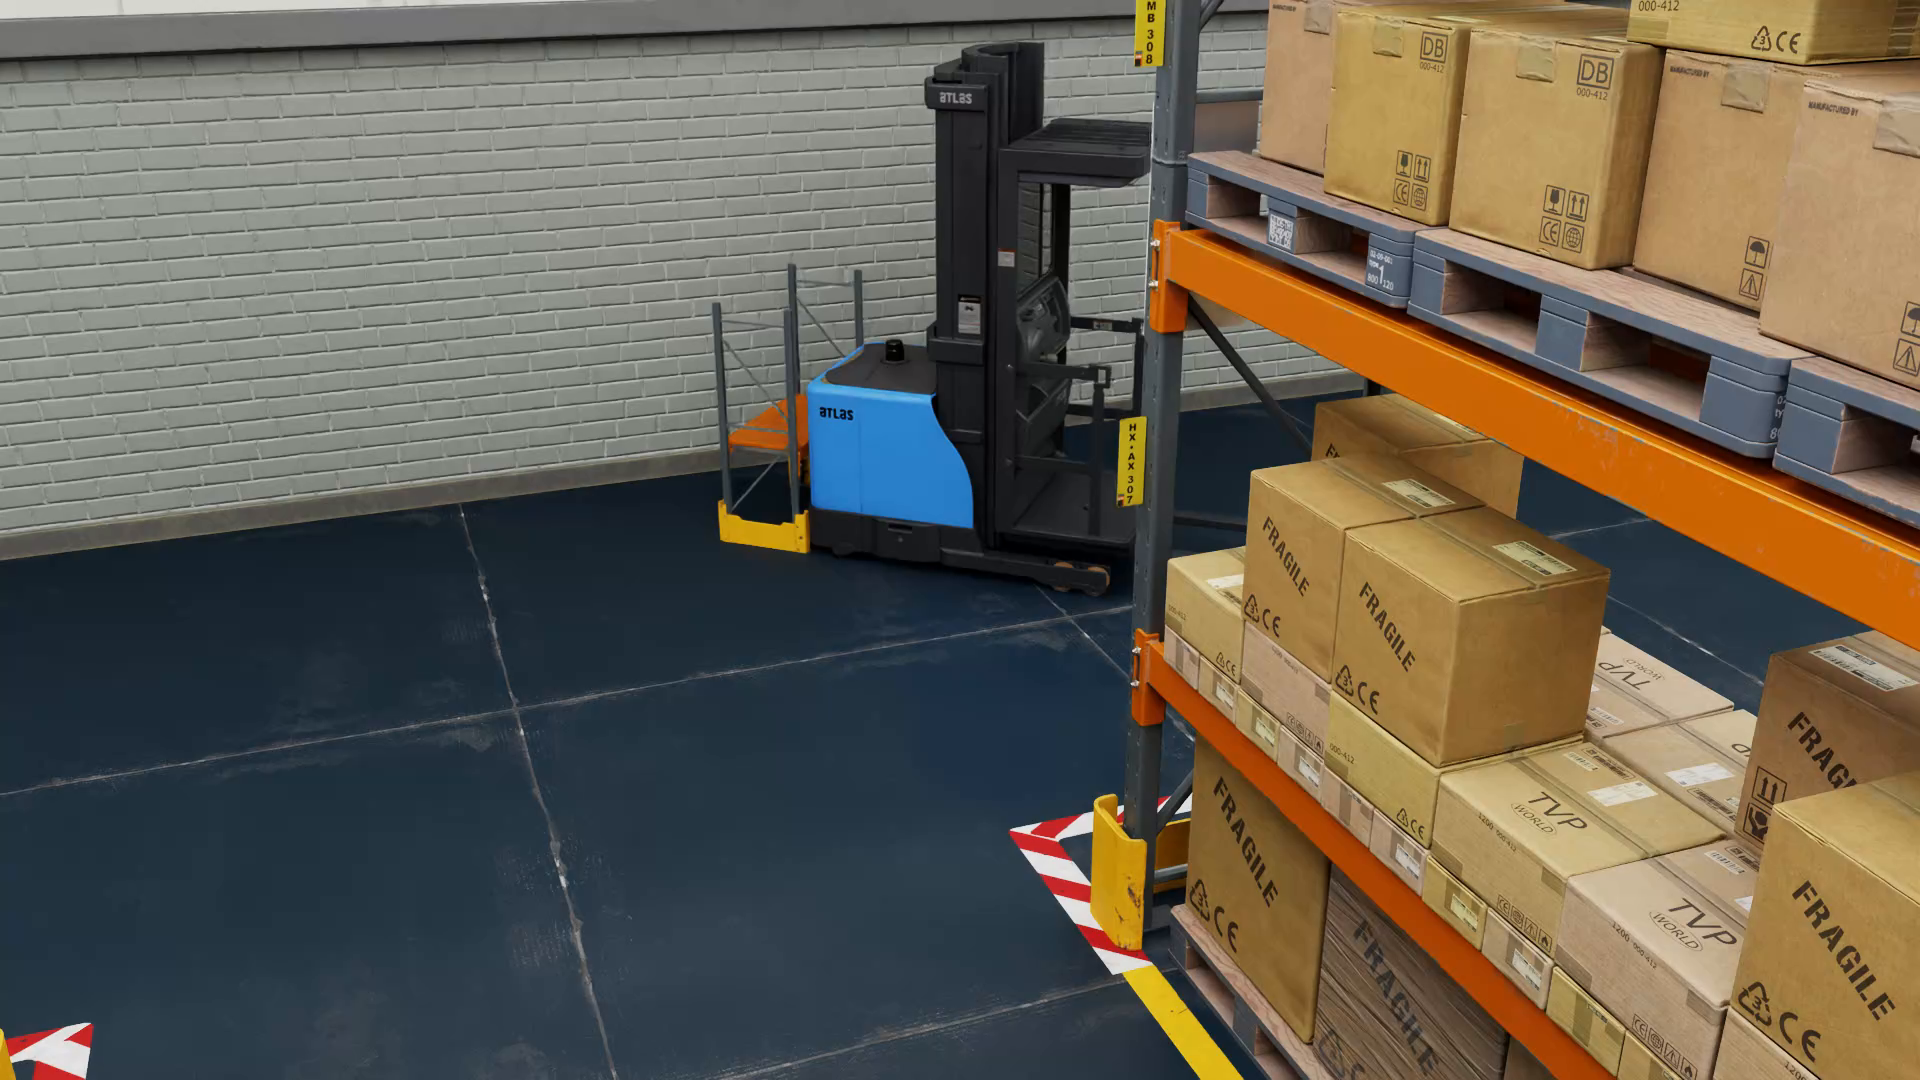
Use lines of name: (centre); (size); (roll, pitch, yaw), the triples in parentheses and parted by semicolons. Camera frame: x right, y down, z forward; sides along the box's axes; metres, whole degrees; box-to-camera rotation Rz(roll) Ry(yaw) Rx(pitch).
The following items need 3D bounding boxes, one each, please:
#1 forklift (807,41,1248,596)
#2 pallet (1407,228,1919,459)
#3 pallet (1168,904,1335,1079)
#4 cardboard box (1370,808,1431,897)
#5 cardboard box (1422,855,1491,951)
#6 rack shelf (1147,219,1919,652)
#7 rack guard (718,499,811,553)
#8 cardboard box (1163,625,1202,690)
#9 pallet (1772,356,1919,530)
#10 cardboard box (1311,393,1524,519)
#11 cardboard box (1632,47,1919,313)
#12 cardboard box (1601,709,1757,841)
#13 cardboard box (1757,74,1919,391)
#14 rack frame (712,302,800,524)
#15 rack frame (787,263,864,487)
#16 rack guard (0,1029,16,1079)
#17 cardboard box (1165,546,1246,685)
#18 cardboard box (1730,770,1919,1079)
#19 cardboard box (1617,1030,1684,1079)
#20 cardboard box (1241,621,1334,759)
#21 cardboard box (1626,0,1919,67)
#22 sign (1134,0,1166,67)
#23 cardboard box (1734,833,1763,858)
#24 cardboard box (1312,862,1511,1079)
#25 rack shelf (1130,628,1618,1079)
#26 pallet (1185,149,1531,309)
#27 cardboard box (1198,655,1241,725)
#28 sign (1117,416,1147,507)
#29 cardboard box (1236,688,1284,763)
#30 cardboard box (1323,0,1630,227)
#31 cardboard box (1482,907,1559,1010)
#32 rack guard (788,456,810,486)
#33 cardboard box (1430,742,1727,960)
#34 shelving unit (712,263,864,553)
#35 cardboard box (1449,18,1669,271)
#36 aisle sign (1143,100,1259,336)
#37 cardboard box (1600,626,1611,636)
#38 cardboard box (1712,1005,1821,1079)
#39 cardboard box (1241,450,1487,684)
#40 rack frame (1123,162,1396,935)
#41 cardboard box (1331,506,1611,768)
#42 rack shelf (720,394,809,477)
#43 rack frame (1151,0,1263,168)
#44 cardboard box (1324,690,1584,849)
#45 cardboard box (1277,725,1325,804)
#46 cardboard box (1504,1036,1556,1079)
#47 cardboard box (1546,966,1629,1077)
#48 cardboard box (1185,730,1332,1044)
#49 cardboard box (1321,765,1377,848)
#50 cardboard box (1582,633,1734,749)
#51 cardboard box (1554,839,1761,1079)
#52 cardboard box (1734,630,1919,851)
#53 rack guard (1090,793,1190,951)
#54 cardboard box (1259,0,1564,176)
forklift: (0.666, -1.262, 9.471); (3.031, 2.935, 1.130); (8, 24, 17)
pallet: (1.828, -0.541, 3.923); (1.003, 0.211, 1.213); (-8, 24, -19)
pallet: (1.477, 1.653, 6.056); (1.003, 0.211, 1.213); (-8, 24, -19)
cardboard box: (1.395, 0.845, 4.706); (0.380, 0.149, 0.250); (-9, 24, -20)
cardboard box: (1.483, 0.937, 4.488); (0.380, 0.149, 0.250); (-9, 24, -20)
rack shelf: (1.828, -0.236, 4.011); (1.077, 0.370, 4.000); (-8, 24, -19)
rack guard: (-1.194, -0.087, 10.134); (0.587, 0.250, 0.087); (8, 24, 18)
cardboard box: (0.938, 0.379, 5.813); (0.380, 0.149, 0.250); (-8, 24, -18)
pallet: (2.255, -0.098, 2.873); (1.003, 0.211, 1.213); (-8, 24, -19)
cardboard box: (1.539, -0.184, 5.669); (0.500, 0.500, 0.500); (-8, 24, -18)
cardboard box: (1.964, -0.808, 3.644); (0.700, 0.500, 0.500); (-7, 24, -17)
cardboard box: (2.087, 0.718, 4.494); (0.500, 0.250, 0.500); (-8, 24, -19)
cardboard box: (2.016, -0.598, 3.147); (0.700, 0.500, 0.500); (-7, 24, -16)
rack frame: (-1.201, -0.656, 9.874); (0.500, 1.500, 0.032); (8, 24, 18)
rack frame: (-0.853, -1.027, 10.755); (0.500, 1.500, 0.032); (8, 24, 18)
rack guard: (-3.533, 1.913, 5.068); (1.175, 0.500, 0.348); (-8, 24, -19)
cardboard box: (1.038, 0.232, 5.648); (0.500, 0.250, 0.500); (-9, 24, -20)
cardboard box: (1.949, 0.815, 3.298); (0.500, 0.500, 0.500); (-8, 24, -18)
cardboard box: (1.756, 1.218, 3.822); (0.380, 0.149, 0.250); (-8, 24, -18)
cardboard box: (1.228, 0.420, 5.202); (0.500, 0.250, 0.500); (-9, 24, -20)
cardboard box: (1.826, -1.190, 3.585); (0.500, 0.250, 0.500); (-9, 25, -21)
sign: (0.600, -1.659, 5.235); (0.100, 0.325, 0.005); (-8, 24, -19)
cardboard box: (2.254, 0.898, 4.066); (0.500, 0.250, 0.500); (-8, 24, -18)
cardboard box: (1.744, 1.426, 5.199); (0.875, 0.875, 0.875); (-8, 24, -19)
rack shelf: (1.828, 1.147, 4.593); (1.077, 0.370, 4.000); (-8, 24, -19)
pallet: (1.393, -0.985, 4.976); (1.003, 0.211, 1.213); (-8, 24, -19)
cardboard box: (1.030, 0.472, 5.593); (0.380, 0.149, 0.250); (-9, 24, -20)
sign: (0.600, -0.273, 5.819); (0.100, 0.325, 0.005); (-8, 24, -19)
cardboard box: (1.121, 0.565, 5.372); (0.380, 0.149, 0.250); (-9, 24, -20)
cardboard box: (1.441, -1.177, 4.520); (0.700, 0.500, 0.500); (-9, 25, -21)
cardboard box: (1.577, 1.032, 4.262); (0.380, 0.149, 0.250); (-8, 24, -18)
rack guard: (-0.853, -0.450, 10.996); (0.587, 0.250, 0.087); (8, 24, 18)
cardboard box: (1.592, 0.792, 4.319); (0.500, 0.250, 0.500); (-9, 24, -20)
shelving unit: (-1.024, -0.844, 10.322); (0.587, 1.500, 1.083); (8, 24, 18)
cardboard box: (1.669, -0.996, 4.090); (0.700, 0.500, 0.500); (-10, 25, -23)
aisle sign: (0.815, -1.094, 5.637); (0.394, 0.787, 0.004); (-8, 24, -19)
cardboard box: (1.720, 0.345, 5.380); (0.500, 0.250, 0.500); (-9, 24, -20)
cardboard box: (1.948, 1.162, 3.441); (0.500, 0.250, 0.500); (-8, 24, -17)
cardboard box: (1.215, 0.068, 5.071); (0.500, 0.500, 0.500); (-9, 24, -20)
rack frame: (1.122, 0.089, 6.178); (1.000, 3.000, 0.127); (-8, 24, -19)
cardboard box: (1.404, 0.256, 4.626); (0.500, 0.500, 0.500); (-9, 24, -20)
rack shelf: (-1.027, -0.675, 10.384); (0.538, 0.185, 1.000); (8, 24, 18)
rack frame: (1.122, -2.676, 5.013); (1.000, 3.000, 0.127); (-8, 24, -19)
cardboard box: (1.402, 0.603, 4.767); (0.500, 0.250, 0.500); (-9, 25, -21)
cardboard box: (1.214, 0.659, 5.147); (0.380, 0.149, 0.250); (-9, 24, -20)
cardboard box: (2.058, 1.750, 4.432); (0.875, 0.875, 0.875); (-8, 24, -19)
cardboard box: (1.666, 1.125, 4.042); (0.380, 0.149, 0.250); (-9, 24, -20)
cardboard box: (1.422, 1.096, 5.983); (0.875, 0.875, 0.875); (-8, 24, -19)
cardboard box: (1.303, 0.752, 4.928); (0.380, 0.149, 0.250); (-9, 24, -20)
cardboard box: (1.900, 0.530, 4.942); (0.500, 0.250, 0.500); (-9, 25, -21)
cardboard box: (1.767, 0.976, 3.881); (0.500, 0.250, 0.500); (-8, 24, -18)
cardboard box: (2.250, 0.551, 3.926); (0.500, 0.500, 0.500); (-9, 25, -21)
rack guard: (1.113, 1.232, 6.684); (1.175, 0.500, 0.348); (-8, 24, -19)
cardboard box: (1.355, -1.398, 5.044); (0.700, 0.500, 0.500); (-10, 25, -22)
